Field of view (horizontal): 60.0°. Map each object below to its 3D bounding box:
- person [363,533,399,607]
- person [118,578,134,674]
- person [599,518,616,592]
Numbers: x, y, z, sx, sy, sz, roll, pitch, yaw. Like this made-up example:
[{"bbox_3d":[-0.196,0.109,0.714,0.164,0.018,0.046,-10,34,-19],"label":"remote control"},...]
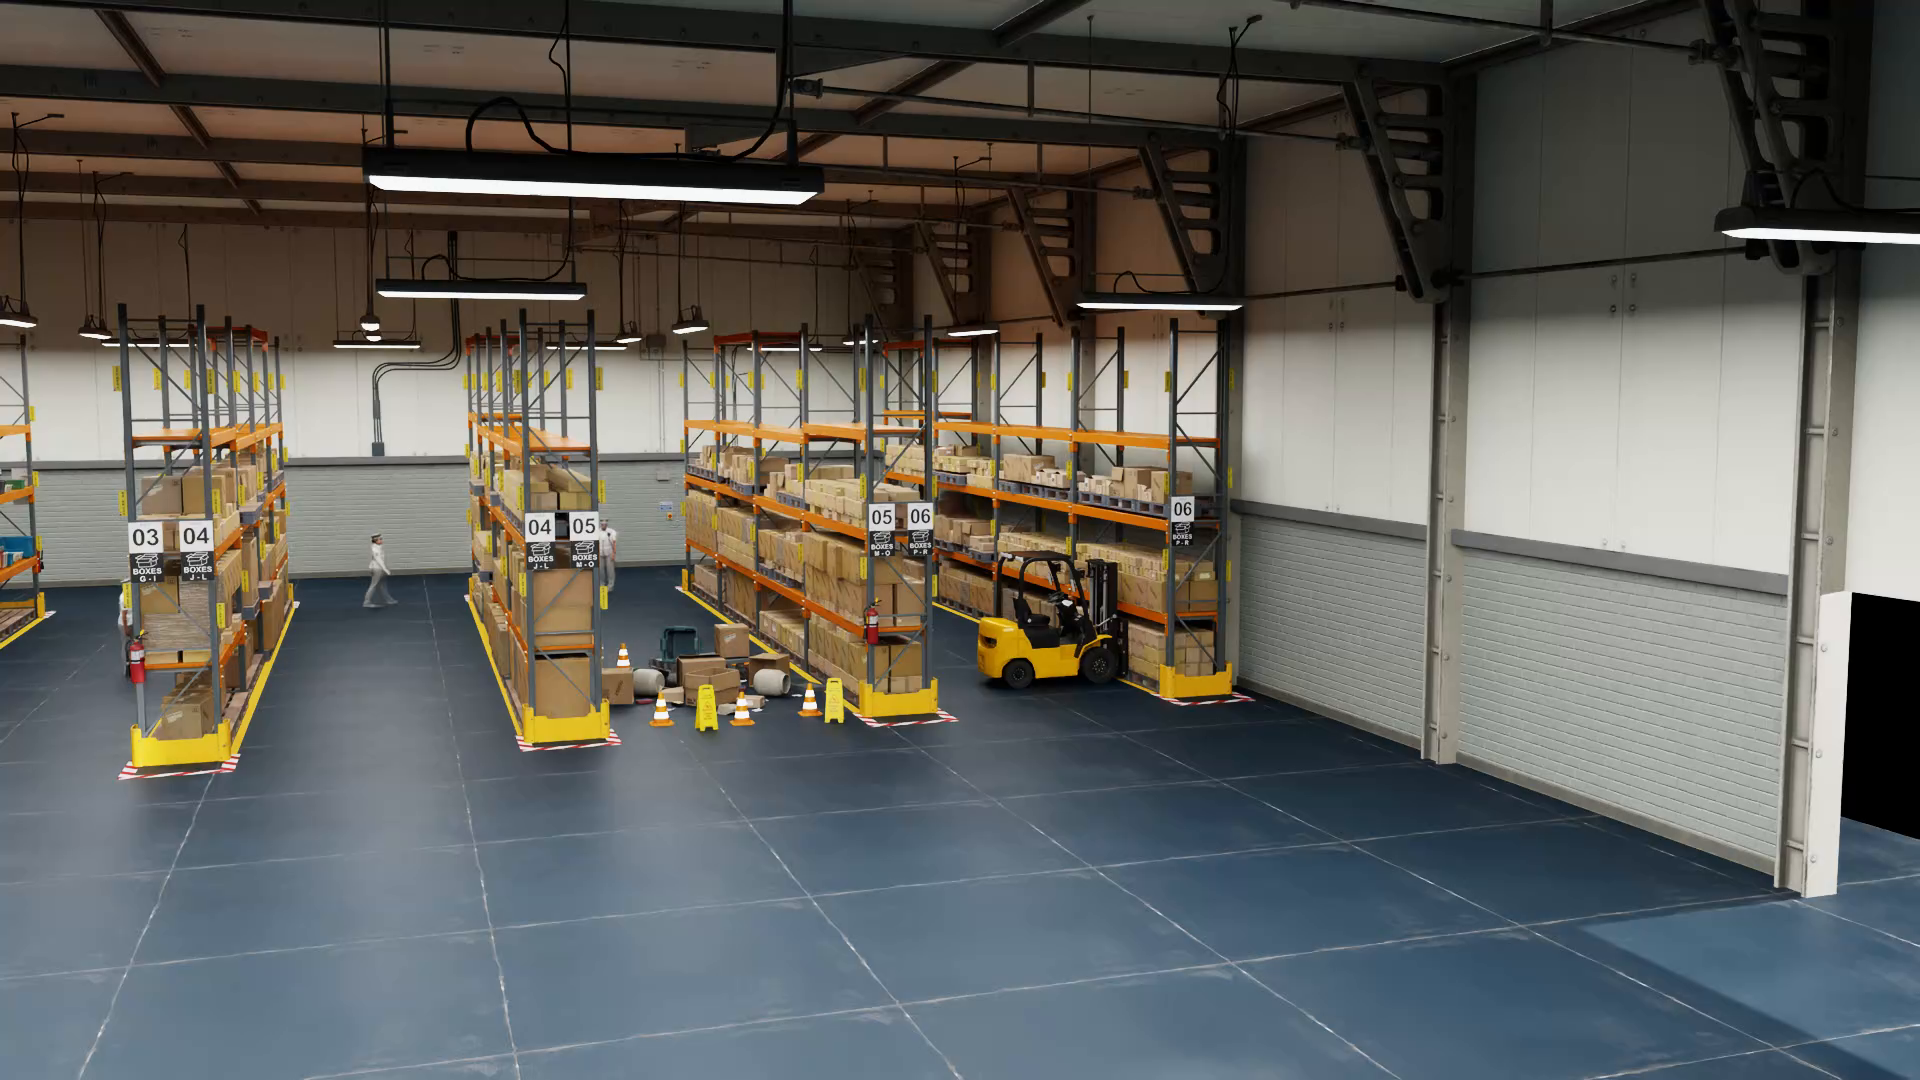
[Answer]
[{"bbox_3d":[-12.876,0.657,36.988,0.916,1.639,0.549,-5,7,-43],"label":"person"},{"bbox_3d":[-14.194,1.472,28.537,0.441,1.685,0.501,1,6,11],"label":"person"},{"bbox_3d":[-8.489,0.357,39.733,0.553,1.768,0.438,0,5,3],"label":"person"}]
